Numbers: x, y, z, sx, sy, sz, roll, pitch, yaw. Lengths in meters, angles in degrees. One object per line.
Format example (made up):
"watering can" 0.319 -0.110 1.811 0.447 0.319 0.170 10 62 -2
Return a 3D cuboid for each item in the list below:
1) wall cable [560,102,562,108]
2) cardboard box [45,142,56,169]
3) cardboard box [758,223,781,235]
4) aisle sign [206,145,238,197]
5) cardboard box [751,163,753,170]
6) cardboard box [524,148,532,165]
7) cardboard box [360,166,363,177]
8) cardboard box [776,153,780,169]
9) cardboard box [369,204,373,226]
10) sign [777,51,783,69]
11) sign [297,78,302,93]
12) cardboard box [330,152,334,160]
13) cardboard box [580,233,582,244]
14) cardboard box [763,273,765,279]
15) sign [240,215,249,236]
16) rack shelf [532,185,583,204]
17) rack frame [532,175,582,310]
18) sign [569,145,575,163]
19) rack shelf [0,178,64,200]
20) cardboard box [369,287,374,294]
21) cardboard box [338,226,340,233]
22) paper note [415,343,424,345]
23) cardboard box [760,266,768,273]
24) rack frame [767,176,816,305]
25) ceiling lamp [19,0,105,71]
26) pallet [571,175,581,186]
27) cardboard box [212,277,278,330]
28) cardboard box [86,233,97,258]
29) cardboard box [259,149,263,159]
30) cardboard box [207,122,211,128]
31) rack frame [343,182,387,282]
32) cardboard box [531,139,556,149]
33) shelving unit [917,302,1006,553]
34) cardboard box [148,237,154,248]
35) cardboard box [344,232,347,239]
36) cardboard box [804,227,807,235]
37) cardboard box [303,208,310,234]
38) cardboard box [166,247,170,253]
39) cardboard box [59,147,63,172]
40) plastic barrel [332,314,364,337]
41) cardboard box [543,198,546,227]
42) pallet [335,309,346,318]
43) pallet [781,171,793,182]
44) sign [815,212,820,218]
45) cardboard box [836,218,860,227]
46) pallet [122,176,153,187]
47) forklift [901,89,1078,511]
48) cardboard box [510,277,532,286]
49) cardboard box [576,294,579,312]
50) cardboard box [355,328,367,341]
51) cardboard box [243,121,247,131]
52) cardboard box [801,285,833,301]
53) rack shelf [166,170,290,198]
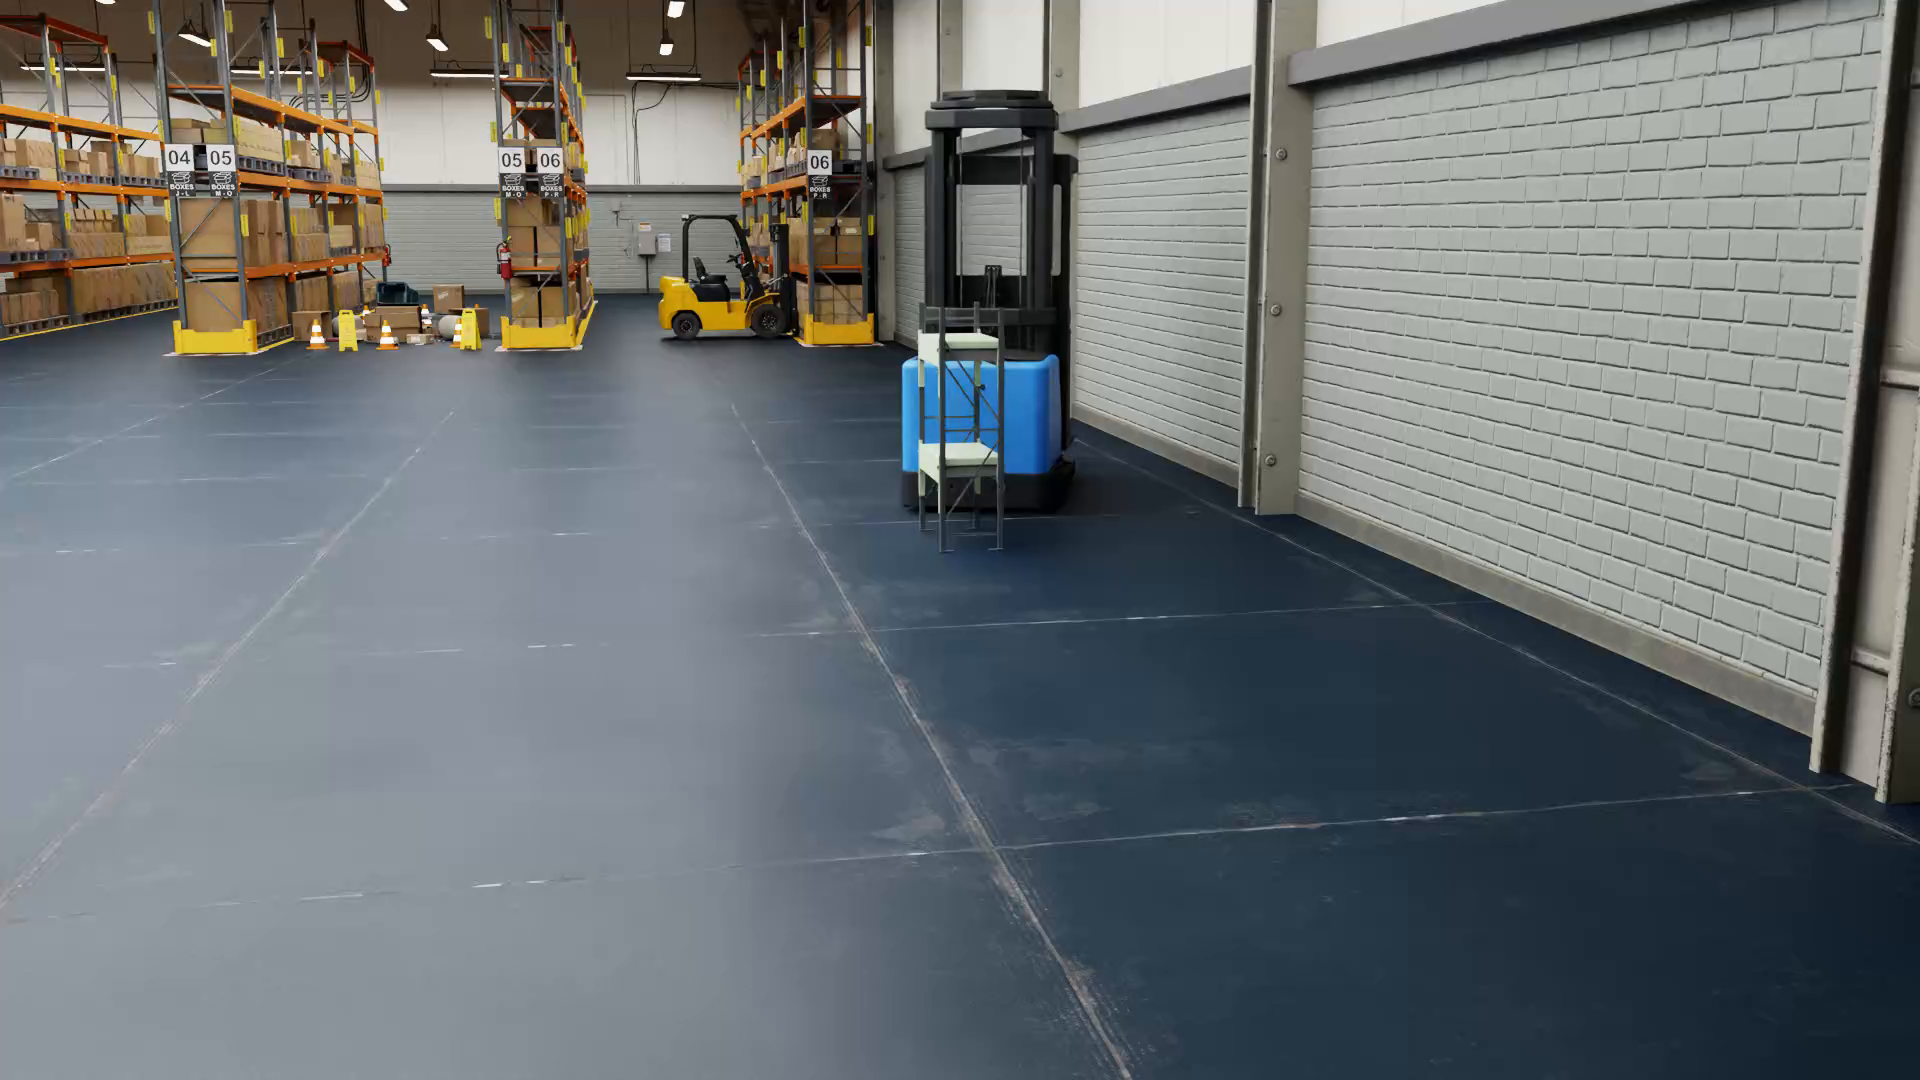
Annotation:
"wall cable" -11.421 -11.564 47.388 0.463 3.000 0.029 -2 11 -11
"cardboard box" -17.865 -7.446 32.170 0.500 0.500 0.500 -2 11 -10
"cardboard box" -4.113 -6.848 37.253 0.797 0.503 0.637 -2 11 -12
"aisle sign" -11.454 -5.726 25.806 0.394 0.787 0.004 -2 11 -11
"cardboard box" -4.635 -8.618 38.418 0.380 0.149 0.250 -2 11 -12
"cardboard box" -7.290 -6.280 27.251 0.500 0.250 0.500 -2 11 -12
"cardboard box" -14.047 -8.486 38.301 0.500 0.250 0.500 -2 11 -11
"cardboard box" -3.365 -7.514 32.980 0.500 0.311 0.500 -3 11 -13
"cardboard box" -14.227 -7.712 39.457 0.500 0.500 0.500 -3 11 -13
"sign" -3.366 -8.987 31.139 0.100 0.325 0.005 -2 11 -11
"sign" -14.632 -10.081 36.882 0.100 0.325 0.005 -2 11 -11
"cardboard box" -13.925 -8.095 35.781 0.797 0.503 0.637 -2 11 -12
"cardboard box" -8.523 -6.578 36.296 0.500 0.250 0.500 -2 11 -11
"cardboard box" -4.392 -6.159 38.859 0.380 0.149 0.250 -3 11 -14
"sign" -11.217 -4.934 26.072 0.100 0.325 0.005 -2 11 -11
"rack shelf" -8.871 -7.604 36.526 1.077 0.370 4.000 -2 11 -11
"rack frame" -8.482 -6.117 34.812 1.000 3.000 0.127 -2 11 -11
"sign" -7.174 -7.132 30.740 0.100 0.325 0.005 -2 11 -11
"rack shelf" -17.814 -6.510 30.779 1.077 0.370 4.000 -2 11 -11
"cardboard box" -14.140 -5.918 39.474 0.380 0.149 0.250 -2 11 -11
"cardboard box" -13.520 -6.672 35.687 0.380 0.149 0.250 -2 11 -12
"paper note" -9.063 -3.292 27.912 0.148 0.019 0.142 -6 13 -31
"cardboard box" -4.486 -6.354 39.087 0.380 0.149 0.250 -3 11 -14
"rack frame" -3.614 -6.298 35.764 1.000 3.000 0.127 -2 11 -11
"ceiling lamp" -22.669 -13.442 41.642 2.000 3.185 0.800 -2 11 -11
"pallet" -8.660 -7.614 35.160 1.213 0.211 1.003 -2 11 -8
"cardboard box" -12.307 -4.064 28.587 0.875 0.875 0.875 -2 11 -11
"cardboard box" -18.236 -6.093 34.419 0.500 0.500 0.500 -2 11 -12
"cardboard box" -11.810 -6.409 27.608 0.380 0.149 0.250 -2 11 -10
"cardboard box" -12.357 -6.684 26.918 0.380 0.149 0.250 -2 11 -11
"rack frame" -14.874 -7.386 41.478 1.000 3.000 0.127 -2 11 -11
"cardboard box" -6.795 -6.464 27.153 0.380 0.149 0.250 -2 11 -11
"shelving unit" 0.001 -0.736 10.550 0.431 1.500 0.755 -2 11 -11
"cardboard box" -19.102 -6.935 38.717 0.500 0.250 0.500 -2 11 -11
"cardboard box" -13.670 -6.671 36.478 0.380 0.149 0.250 -2 11 -13
"cardboard box" -2.479 -5.298 28.507 0.380 0.149 0.250 -2 11 -10
"cardboard box" -13.039 -6.189 32.251 0.700 0.500 0.500 -2 11 -12
"cardboard box" -19.315 -7.000 40.121 0.380 0.149 0.250 -2 11 -10
"cardboard box" -18.392 -7.596 33.164 0.797 0.503 0.637 -1 11 -8
"plastic barrel" -10.815 -3.767 29.356 0.512 0.421 0.421 6 12 28
"cardboard box" -7.331 -5.515 27.913 0.700 0.500 0.500 -2 11 -10
"pallet" -13.469 -4.692 34.783 1.003 0.211 1.213 -2 11 -11
"pallet" -3.020 -7.105 32.495 0.805 0.209 1.217 -3 11 -13
"sign" -3.070 -6.888 35.765 0.100 0.325 0.005 -2 11 -11
"cardboard box" -1.914 -5.414 28.322 0.380 0.149 0.250 -2 11 -12
"pallet" -19.364 -8.294 38.465 1.003 0.211 1.213 -2 11 -11
"forklift" 0.314 -1.874 12.704 1.130 2.935 3.031 2 11 8
"cardboard box" -7.475 -4.395 28.254 0.380 0.149 0.250 -2 11 -9
"cardboard box" -8.231 -4.793 33.763 0.950 0.372 0.625 -2 11 -12
"cardboard box" -10.399 -3.593 28.866 0.396 0.266 0.258 0 11 -1
"cardboard box" -11.613 -6.614 26.551 0.380 0.149 0.250 -2 11 -12
"cardboard box" -2.454 -4.251 28.564 0.500 0.250 0.500 -2 11 -9
"rack shelf" -12.151 -5.938 27.774 1.077 0.370 4.000 -2 11 -11
